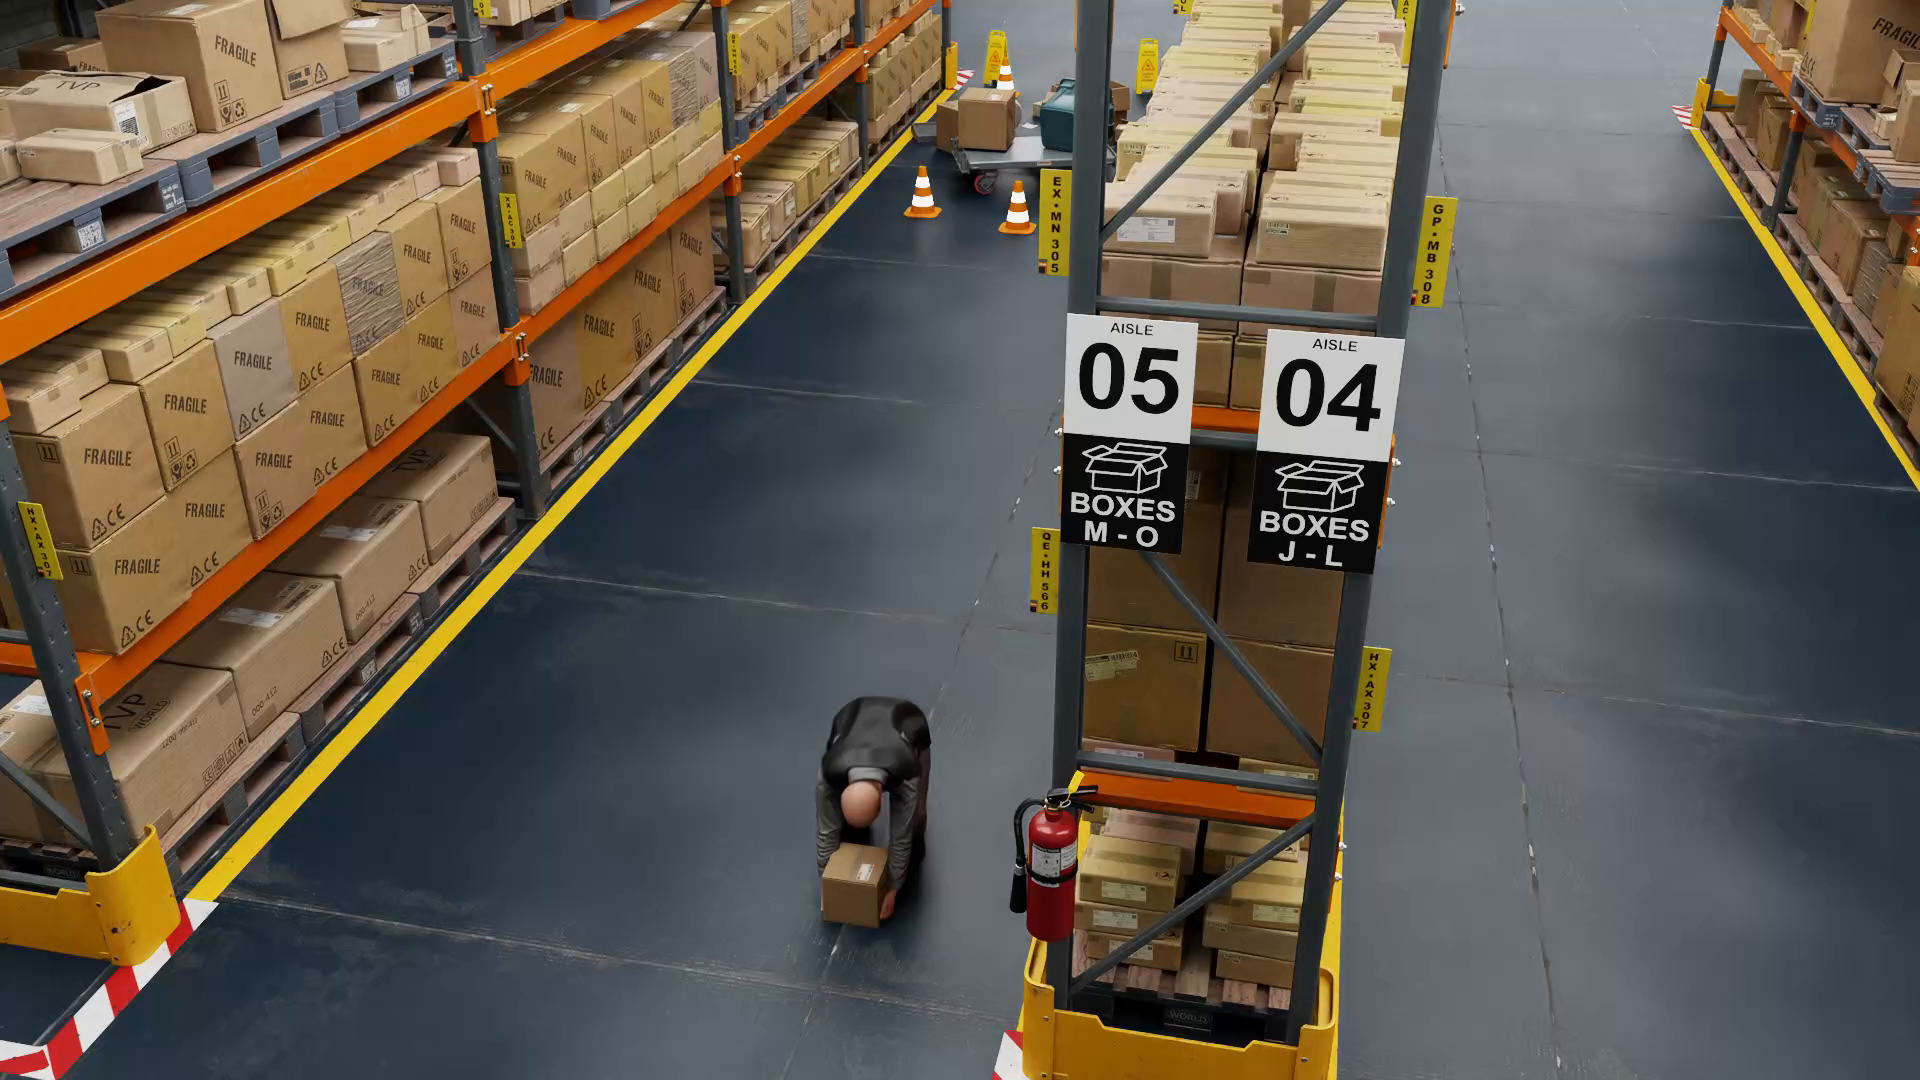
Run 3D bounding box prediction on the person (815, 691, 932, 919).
[{"bbox_3d":[-0.388,1.160,7.519,0.506,0.801,0.946,5,29,9],"label":"person"}]
